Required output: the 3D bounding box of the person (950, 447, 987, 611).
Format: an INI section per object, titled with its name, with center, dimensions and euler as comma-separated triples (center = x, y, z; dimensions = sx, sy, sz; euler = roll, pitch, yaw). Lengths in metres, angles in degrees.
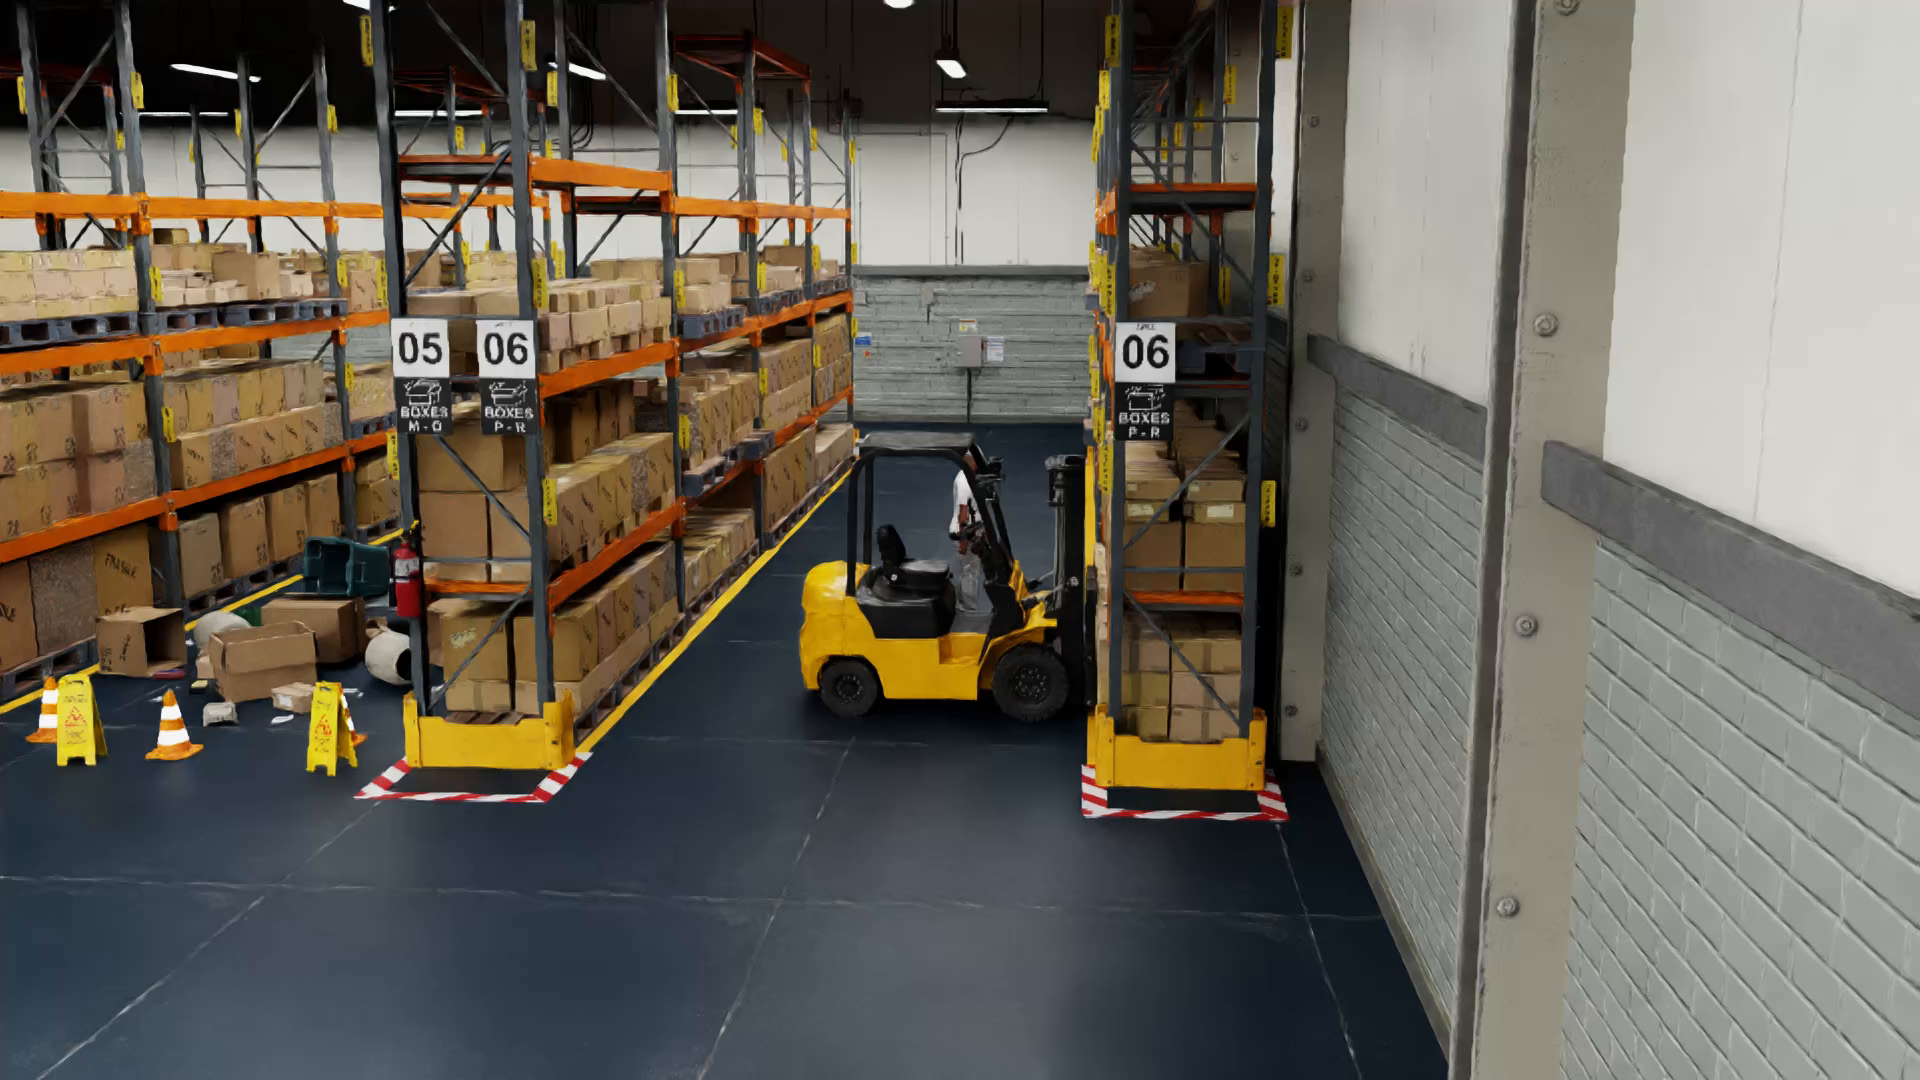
[person]
center = 0.148, -0.048, 16.191
dimensions = 0.563, 1.758, 0.678
euler = 2, 11, 11
